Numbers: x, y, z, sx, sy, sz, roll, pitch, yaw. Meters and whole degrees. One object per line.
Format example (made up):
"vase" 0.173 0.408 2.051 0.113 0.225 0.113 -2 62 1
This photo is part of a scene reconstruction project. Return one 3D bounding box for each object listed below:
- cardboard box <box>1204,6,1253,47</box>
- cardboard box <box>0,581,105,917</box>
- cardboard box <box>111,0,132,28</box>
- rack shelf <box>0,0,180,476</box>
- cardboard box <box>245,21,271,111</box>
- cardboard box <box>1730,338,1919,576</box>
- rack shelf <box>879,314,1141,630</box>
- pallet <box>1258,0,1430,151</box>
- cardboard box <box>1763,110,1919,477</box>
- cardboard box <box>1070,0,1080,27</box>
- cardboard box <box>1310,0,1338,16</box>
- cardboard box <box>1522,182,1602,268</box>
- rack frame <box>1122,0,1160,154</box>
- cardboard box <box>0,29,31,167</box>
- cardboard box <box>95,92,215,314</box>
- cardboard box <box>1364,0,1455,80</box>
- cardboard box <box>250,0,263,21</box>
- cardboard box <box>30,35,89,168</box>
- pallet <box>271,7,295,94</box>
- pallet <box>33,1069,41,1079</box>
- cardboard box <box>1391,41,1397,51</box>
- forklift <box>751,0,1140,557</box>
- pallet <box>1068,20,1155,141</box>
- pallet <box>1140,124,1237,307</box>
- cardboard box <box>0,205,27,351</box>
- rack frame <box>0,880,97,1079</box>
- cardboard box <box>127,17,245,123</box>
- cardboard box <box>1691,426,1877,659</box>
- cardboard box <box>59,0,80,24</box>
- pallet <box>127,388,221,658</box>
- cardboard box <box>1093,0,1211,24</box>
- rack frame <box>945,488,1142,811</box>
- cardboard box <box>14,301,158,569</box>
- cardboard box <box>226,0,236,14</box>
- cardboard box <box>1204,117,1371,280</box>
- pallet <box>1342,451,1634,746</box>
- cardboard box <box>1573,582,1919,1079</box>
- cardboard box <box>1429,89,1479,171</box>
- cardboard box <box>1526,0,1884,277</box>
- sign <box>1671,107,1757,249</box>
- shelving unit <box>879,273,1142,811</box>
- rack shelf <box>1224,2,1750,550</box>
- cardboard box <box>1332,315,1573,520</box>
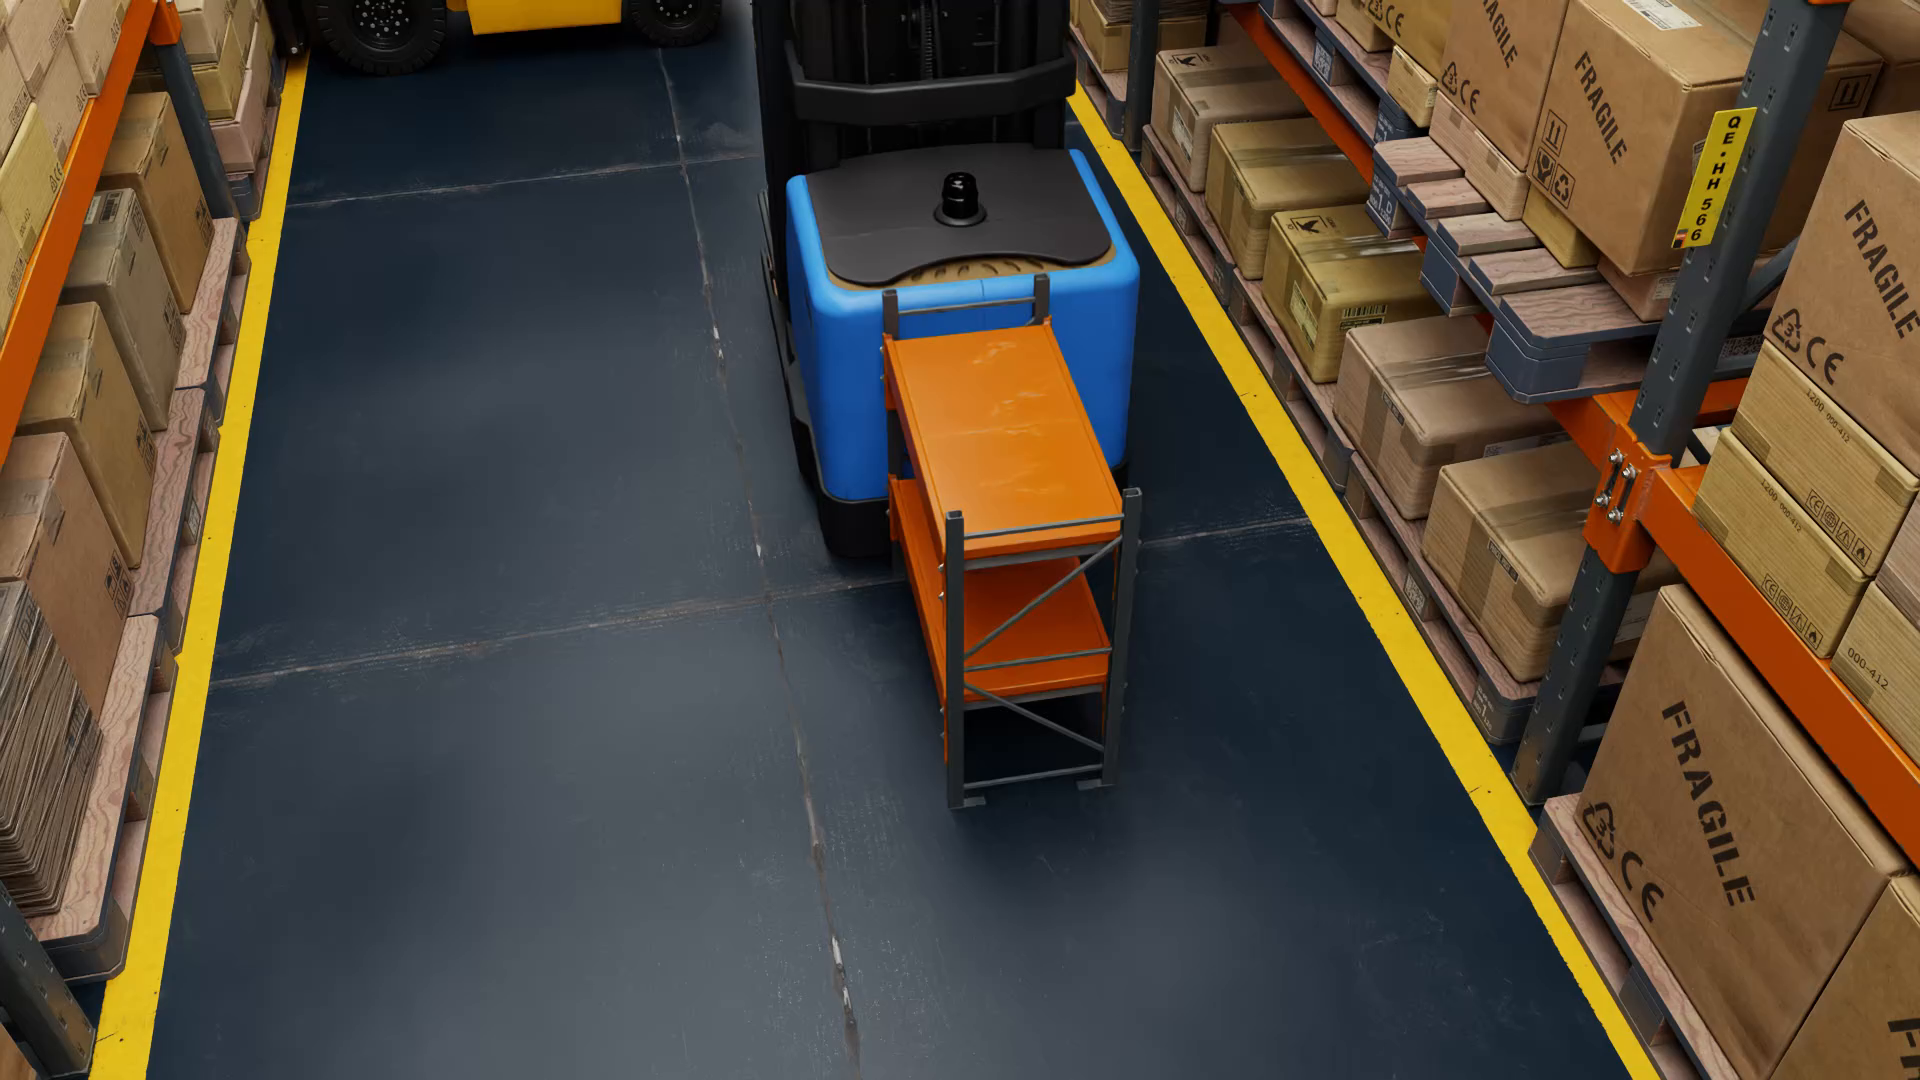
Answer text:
"cardboard box" 1.407 -2.590 8.163 0.500 0.250 0.500 -10 43 -11
"cardboard box" -2.833 0.591 4.297 0.875 0.625 0.625 -7 42 -8
"cardboard box" -3.211 -1.981 5.835 0.500 0.250 0.500 -7 42 -8
"rack shelf" -3.143 -0.761 4.889 1.077 0.370 4.000 -8 42 -9
"cardboard box" -3.481 -2.143 7.659 0.500 0.250 0.500 -9 42 -10
"cardboard box" 2.002 -0.214 3.468 0.500 0.250 0.500 -9 42 -10
"rack shelf" 0.115 -0.221 4.711 0.538 0.278 1.000 -7 42 -8
"pallet" 1.667 -1.653 5.497 1.003 0.211 1.213 -8 42 -9
"cardboard box" 2.002 -0.504 3.229 0.500 0.500 0.500 -10 43 -11
"cardboard box" 0.756 -2.857 8.464 0.500 0.250 0.500 -9 42 -10
"cardboard box" 1.336 -1.851 5.448 0.380 0.149 0.250 -7 42 -8
"cardboard box" 1.705 -0.852 4.324 0.380 0.149 0.250 -8 42 -9
"rack frame" 1.271 -3.040 6.915 1.000 3.000 0.127 -8 42 -9
"cardboard box" -2.906 -1.181 4.557 0.500 0.250 0.500 -8 42 -9
"cardboard box" -3.451 -1.259 6.381 0.875 0.625 0.625 -7 42 -7
"cardboard box" 1.532 -1.668 4.754 0.500 0.500 0.500 -11 43 -12
"cardboard box" -3.586 -2.653 7.858 0.500 0.250 0.500 -9 42 -10
"cardboard box" -3.020 -1.330 5.101 0.500 0.250 0.500 -8 42 -9
"pallet" -3.973 -2.597 8.517 1.003 0.211 1.213 -8 42 -9
"pallet" -2.587 1.799 3.565 1.003 0.211 1.213 -8 42 -9
"cardboard box" 1.556 -1.531 5.088 0.380 0.149 0.250 -8 42 -9
"forklift" -0.210 -2.025 5.823 1.130 2.935 3.031 -7 42 -8
"pallet" 1.091 -2.427 8.325 1.003 0.211 1.213 -8 42 -9
"pallet" 1.440 -1.493 7.272 1.003 0.211 1.213 -8 42 -9
"cardboard box" -2.790 -0.660 4.346 0.500 0.250 0.500 -10 42 -11
"rack frame" -2.712 0.267 3.190 1.000 3.000 0.127 -8 42 -9
"cardboard box" -3.378 -2.000 7.122 0.500 0.250 0.500 -9 42 -9
"cardboard box" 1.994 -0.038 3.646 0.500 0.250 0.500 -9 42 -10
"cardboard box" -3.101 -1.843 5.303 0.500 0.250 0.500 -9 42 -10
"pallet" -3.111 -0.019 5.612 1.003 0.211 1.213 -8 42 -9
"cardboard box" 0.881 -2.794 7.828 0.500 0.500 0.500 -9 42 -10
"rack frame" 0.211 0.329 4.532 0.500 1.125 0.032 -7 42 -8
"cardboard box" -3.127 -0.267 5.264 0.875 0.625 0.625 -10 43 -11
"cardboard box" -3.473 -2.520 7.331 0.500 0.250 0.500 -8 42 -9
"cardboard box" 1.545 -1.409 6.741 0.950 0.372 0.625 -6 42 -7
"pallet" 1.967 0.089 5.491 1.003 0.211 1.213 -8 42 -9
"cardboard box" 2.202 0.650 4.042 0.875 0.875 0.875 -9 42 -10
"cardboard box" 1.561 -1.174 4.685 0.380 0.149 0.250 -10 43 -11
"cardboard box" 1.765 -1.008 4.010 0.500 0.500 0.500 -9 42 -11
"sign" 1.606 -0.767 3.541 0.100 0.325 0.005 -8 42 -9
"shelving unit" 0.115 -0.003 4.906 0.538 1.125 1.048 -7 42 -8
"rack shelf" 1.703 -1.474 5.693 1.077 0.370 4.000 -8 42 -9
"cardboard box" 1.855 -0.466 5.679 0.950 0.372 0.625 -9 42 -10
